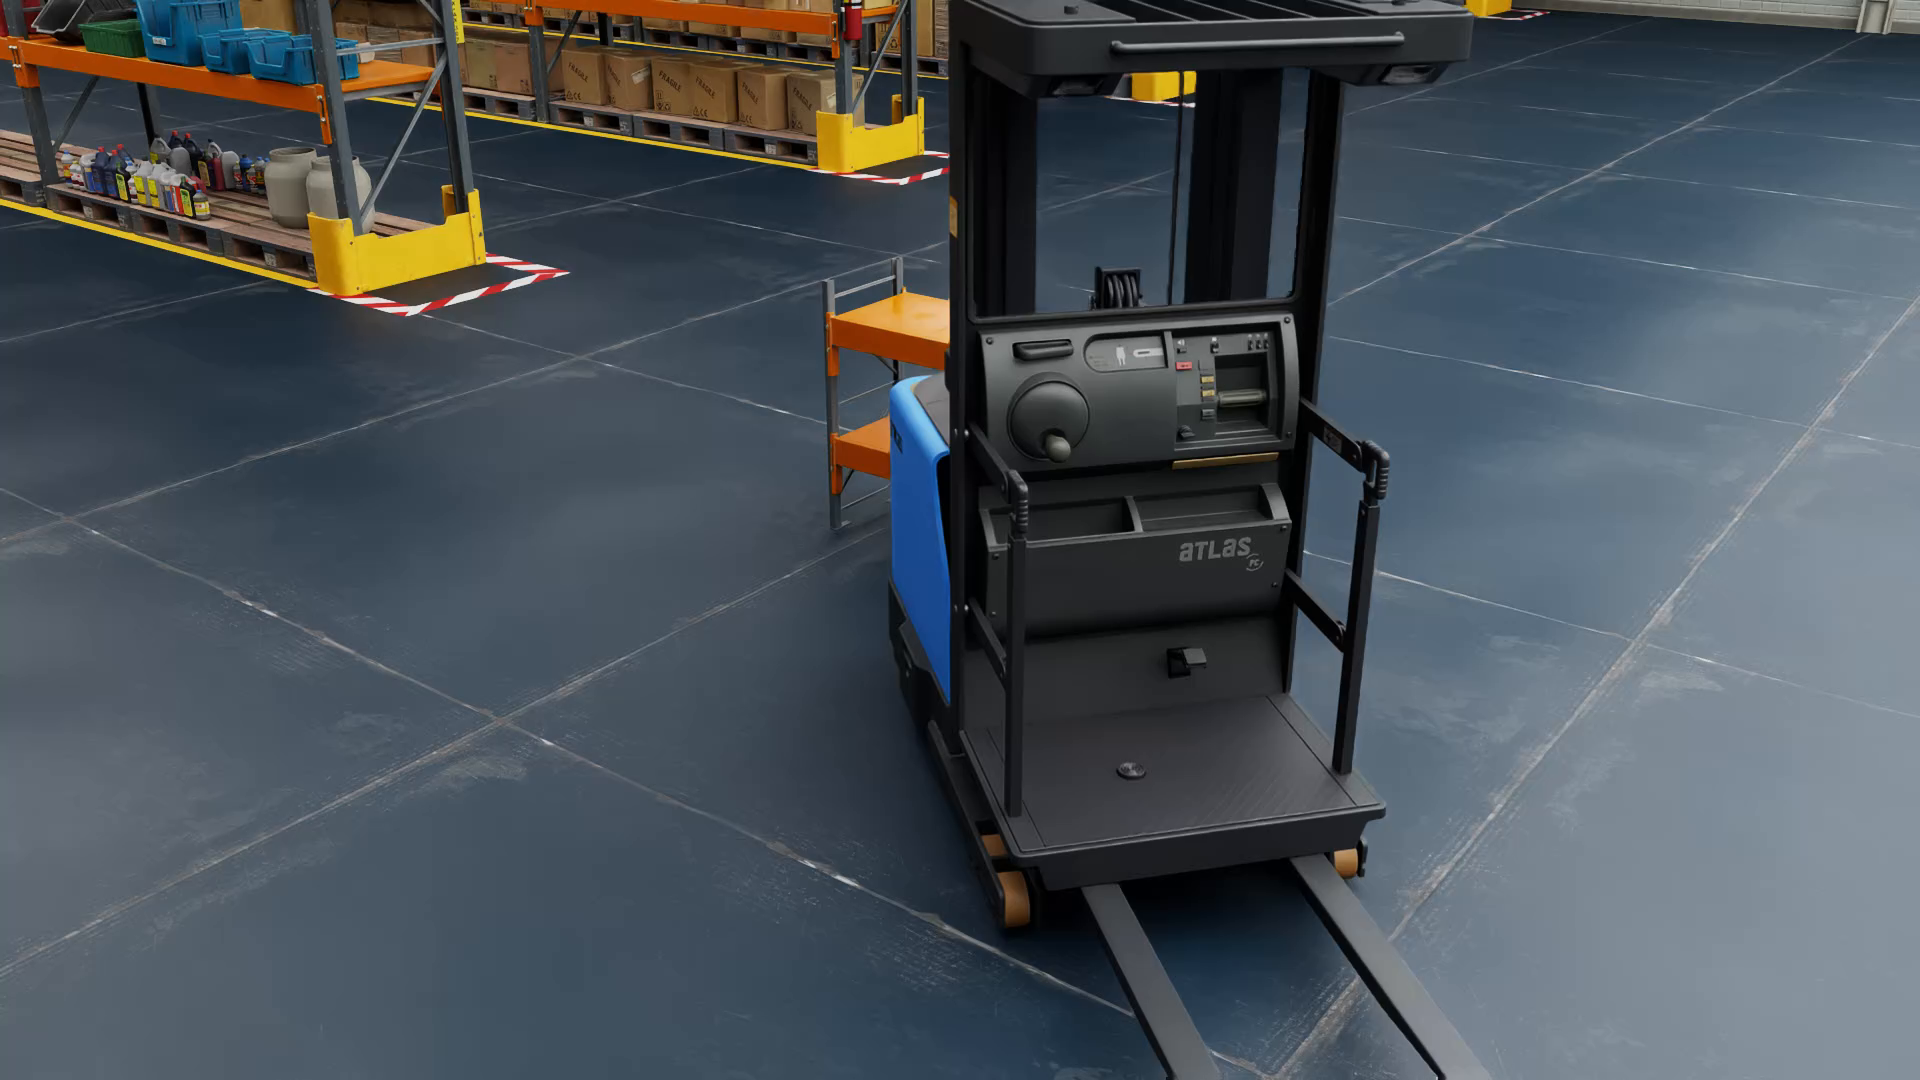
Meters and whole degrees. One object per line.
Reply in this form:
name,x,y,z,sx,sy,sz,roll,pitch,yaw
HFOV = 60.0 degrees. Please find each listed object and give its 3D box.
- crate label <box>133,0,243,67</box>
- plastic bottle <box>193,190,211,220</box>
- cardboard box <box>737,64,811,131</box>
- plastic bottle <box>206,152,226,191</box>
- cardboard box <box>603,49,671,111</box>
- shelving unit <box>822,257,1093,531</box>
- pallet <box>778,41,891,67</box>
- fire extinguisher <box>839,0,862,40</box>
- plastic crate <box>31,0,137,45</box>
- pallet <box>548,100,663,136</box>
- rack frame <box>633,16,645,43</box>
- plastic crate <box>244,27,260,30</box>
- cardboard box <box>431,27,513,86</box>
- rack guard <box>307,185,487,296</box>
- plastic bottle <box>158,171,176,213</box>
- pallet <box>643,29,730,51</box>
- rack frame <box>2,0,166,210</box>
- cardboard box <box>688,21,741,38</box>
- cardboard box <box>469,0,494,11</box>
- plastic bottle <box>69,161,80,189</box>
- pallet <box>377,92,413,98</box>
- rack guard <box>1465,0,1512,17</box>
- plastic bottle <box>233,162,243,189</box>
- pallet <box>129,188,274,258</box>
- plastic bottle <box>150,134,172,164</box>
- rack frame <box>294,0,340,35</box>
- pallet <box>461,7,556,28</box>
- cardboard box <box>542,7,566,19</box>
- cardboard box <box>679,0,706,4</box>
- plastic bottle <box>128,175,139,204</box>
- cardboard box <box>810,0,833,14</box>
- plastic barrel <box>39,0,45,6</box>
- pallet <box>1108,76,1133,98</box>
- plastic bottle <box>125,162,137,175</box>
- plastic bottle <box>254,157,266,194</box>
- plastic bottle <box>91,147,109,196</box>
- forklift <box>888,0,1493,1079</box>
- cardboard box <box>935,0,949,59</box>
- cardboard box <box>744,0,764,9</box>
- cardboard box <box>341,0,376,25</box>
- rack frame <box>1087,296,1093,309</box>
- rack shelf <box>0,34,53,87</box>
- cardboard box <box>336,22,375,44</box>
crate label,-5.337,-3.555,11.555,0.616,0.435,0.502,17,29,33
plastic bottle,-5.434,-2.405,11.912,0.097,0.201,0.097,0,24,0
cardboard box,-1.720,-4.117,15.454,0.500,0.500,0.500,-17,29,-34
plastic bottle,-5.738,-2.844,12.809,0.133,0.283,0.061,17,29,33
cardboard box,-3.173,-4.549,16.434,0.500,0.500,0.500,-16,28,-31
shelving unit,-0.005,-0.516,7.027,1.048,1.125,0.538,17,29,33
pallet,-1.539,-6.208,21.079,1.213,0.211,1.003,17,29,33
fire extinguisher,-0.916,-4.567,13.992,0.183,0.674,0.296,17,29,33
plastic crate,-6.560,-3.952,12.577,0.504,0.338,0.767,17,29,33
pallet,-3.373,-4.319,16.791,1.213,0.211,1.003,17,29,33
rack frame,-4.077,-8.289,22.344,0.127,3.000,1.000,17,29,33
plastic crate,-5.451,-3.717,12.292,0.437,0.136,0.530,17,29,33
cardboard box,-5.228,-5.216,17.922,0.500,0.500,0.700,14,27,29
rack guard,-3.791,-2.040,11.261,0.348,0.500,1.175,17,29,33
plastic bottle,-5.730,-2.542,12.132,0.135,0.276,0.152,16,28,32
pallet,-3.491,-6.798,22.418,1.213,0.211,1.003,17,29,33
rack frame,-6.902,-4.148,12.945,0.127,3.000,1.000,17,29,33
cardboard box,-2.942,-7.066,21.835,0.750,0.750,1.050,17,29,34
cardboard box,-6.845,-8.041,24.359,0.500,0.500,0.500,18,30,35
plastic bottle,-6.829,-2.826,12.869,0.097,0.201,0.097,0,24,0
pallet,-6.508,-5.248,18.899,1.213,0.211,1.003,17,29,33
rack guard,8.206,-8.429,25.761,0.348,0.500,1.175,17,29,33
plastic bottle,-5.564,-2.822,12.859,0.097,0.201,0.097,0,24,0
pallet,-5.409,-2.402,12.439,1.213,0.211,1.003,17,29,33
plastic bottle,-6.301,-3.028,13.142,0.185,0.351,0.144,17,29,33
rack frame,-7.133,-6.714,18.767,0.127,3.000,1.000,17,29,33
pallet,-6.654,-7.793,24.675,1.213,0.211,1.003,17,29,33
cardboard box,-5.606,-7.662,23.499,0.500,0.500,0.500,15,28,31
cardboard box,-2.346,-4.995,15.179,0.250,0.149,0.380,17,29,33
plastic bottle,-6.142,-2.618,12.398,0.097,0.201,0.097,0,24,0
cardboard box,-1.083,-4.666,14.432,0.250,0.149,0.380,17,29,33
plastic barrel,-7.536,-4.513,13.603,0.433,0.535,0.433,0,24,0
pallet,1.638,-5.247,18.897,1.213,0.211,1.003,17,29,33
plastic bottle,-6.214,-2.703,12.503,0.097,0.271,0.097,0,24,0
plastic bottle,-5.320,-2.780,12.677,0.097,0.271,0.097,0,24,0
plastic bottle,-6.505,-2.808,12.643,0.185,0.351,0.144,18,29,35
forklift,0.568,-0.402,4.528,1.130,2.935,3.031,-5,24,-12
cardboard box,0.309,-6.151,19.604,0.875,0.875,0.875,17,29,34
cardboard box,-1.704,-4.836,14.818,0.250,0.149,0.380,17,29,33
cardboard box,-6.578,-5.962,18.686,0.500,0.250,0.500,18,30,35
rack frame,0.401,-0.393,6.748,0.032,1.125,0.500,17,29,33
rack shelf,-8.503,-4.303,14.188,4.000,0.370,1.077,17,29,33
cardboard box,-6.584,-5.616,18.829,0.500,0.500,0.700,15,28,31
